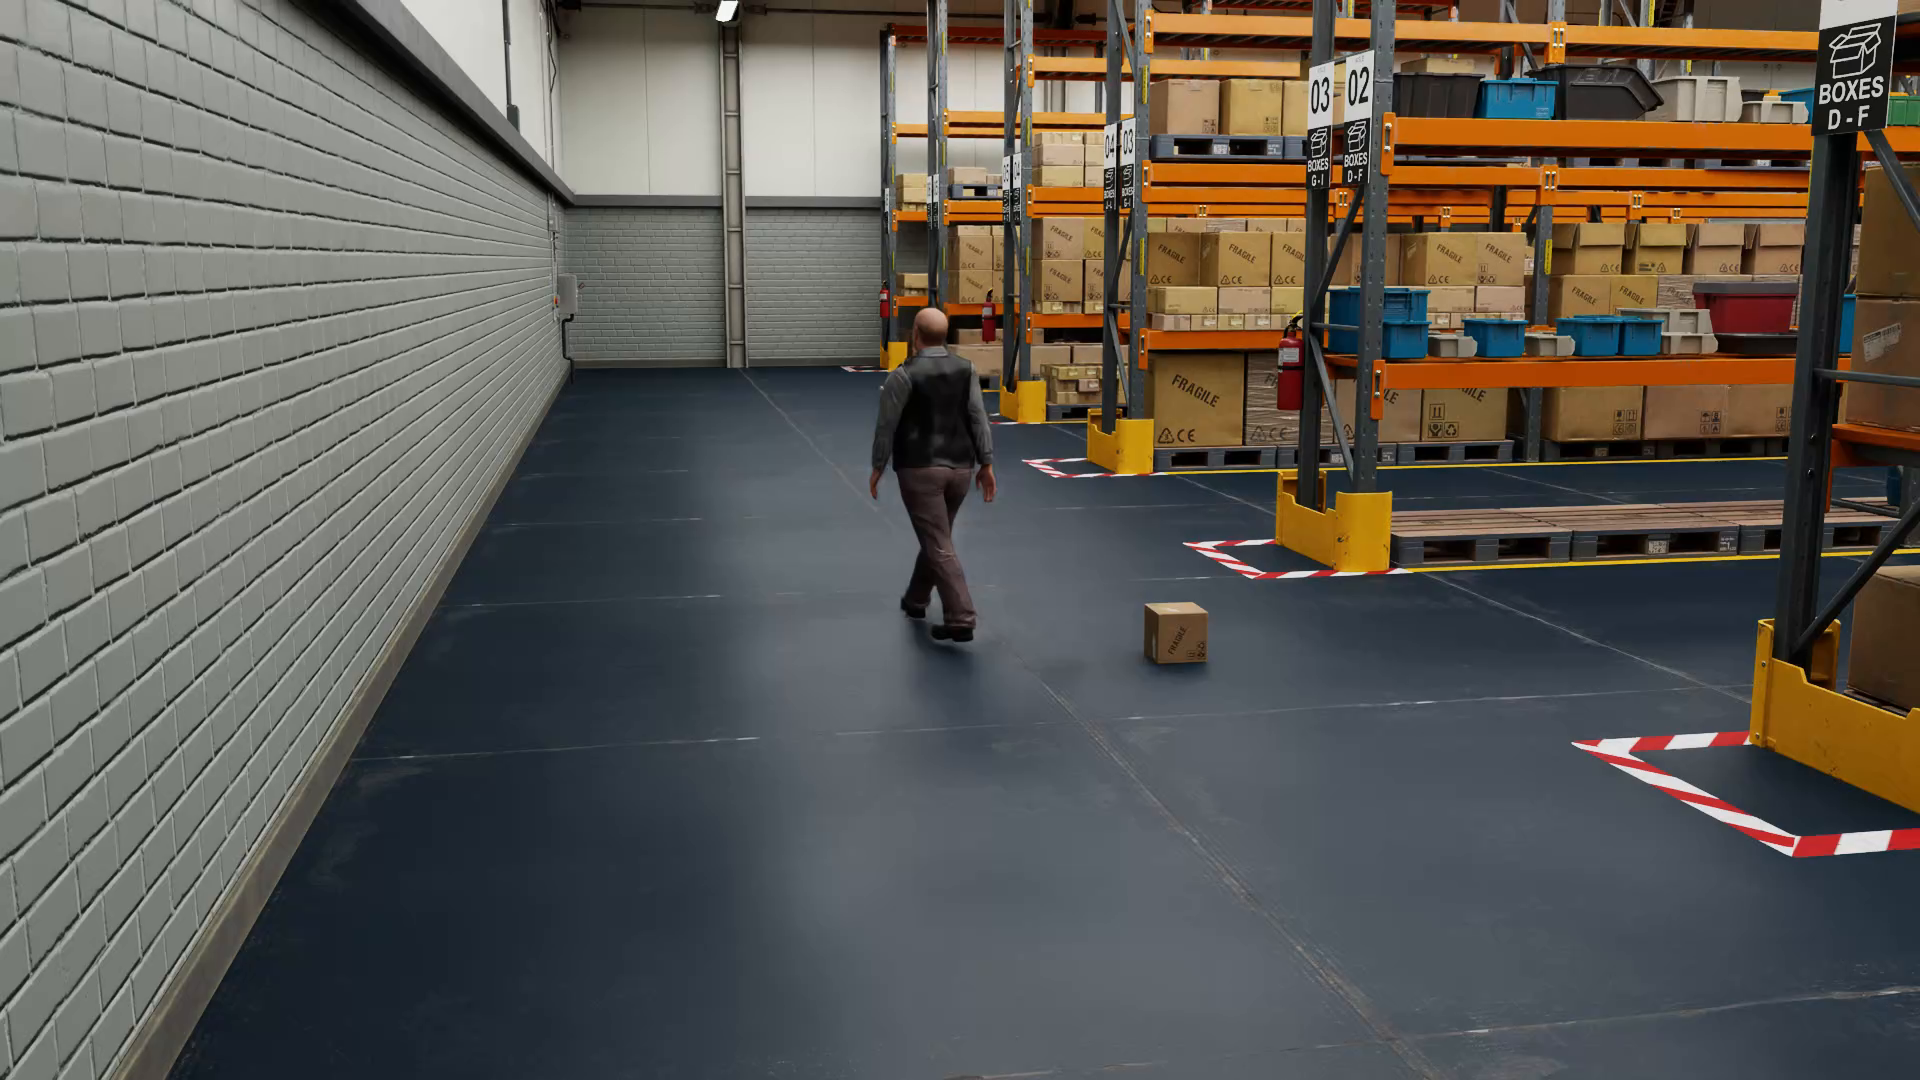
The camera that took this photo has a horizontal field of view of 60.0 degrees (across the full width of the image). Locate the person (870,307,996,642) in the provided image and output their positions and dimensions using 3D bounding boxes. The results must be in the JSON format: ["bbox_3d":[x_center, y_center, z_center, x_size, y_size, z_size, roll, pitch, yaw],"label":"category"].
[{"bbox_3d":[-0.177,-0.362,8.596,0.585,1.666,0.985,-6,11,-33],"label":"person"}]
